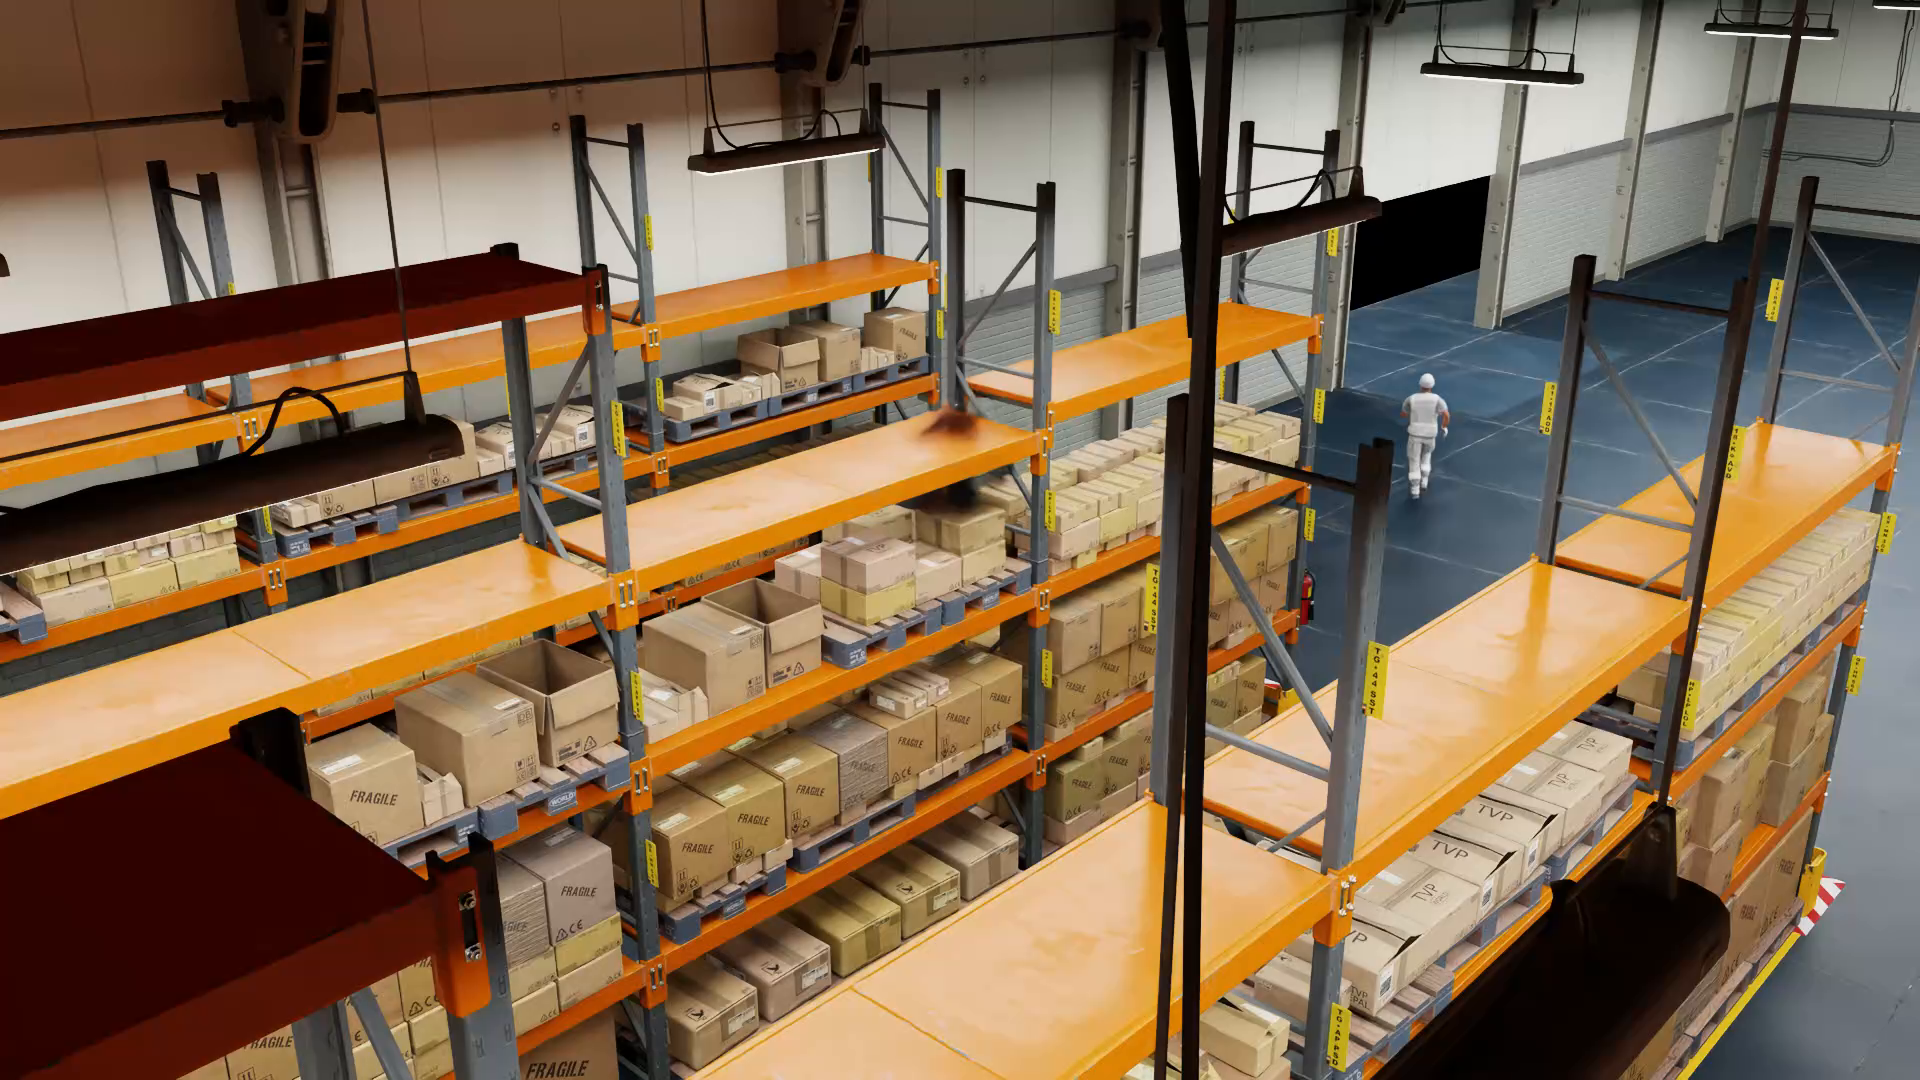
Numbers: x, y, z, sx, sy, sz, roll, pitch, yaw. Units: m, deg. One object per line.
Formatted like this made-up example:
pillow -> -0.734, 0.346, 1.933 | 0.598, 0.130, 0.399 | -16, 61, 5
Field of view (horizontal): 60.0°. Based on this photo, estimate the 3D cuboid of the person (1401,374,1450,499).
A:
person -> 6.469, -1.441, 23.264 | 0.641, 1.838, 0.763 | 3, 21, 7
